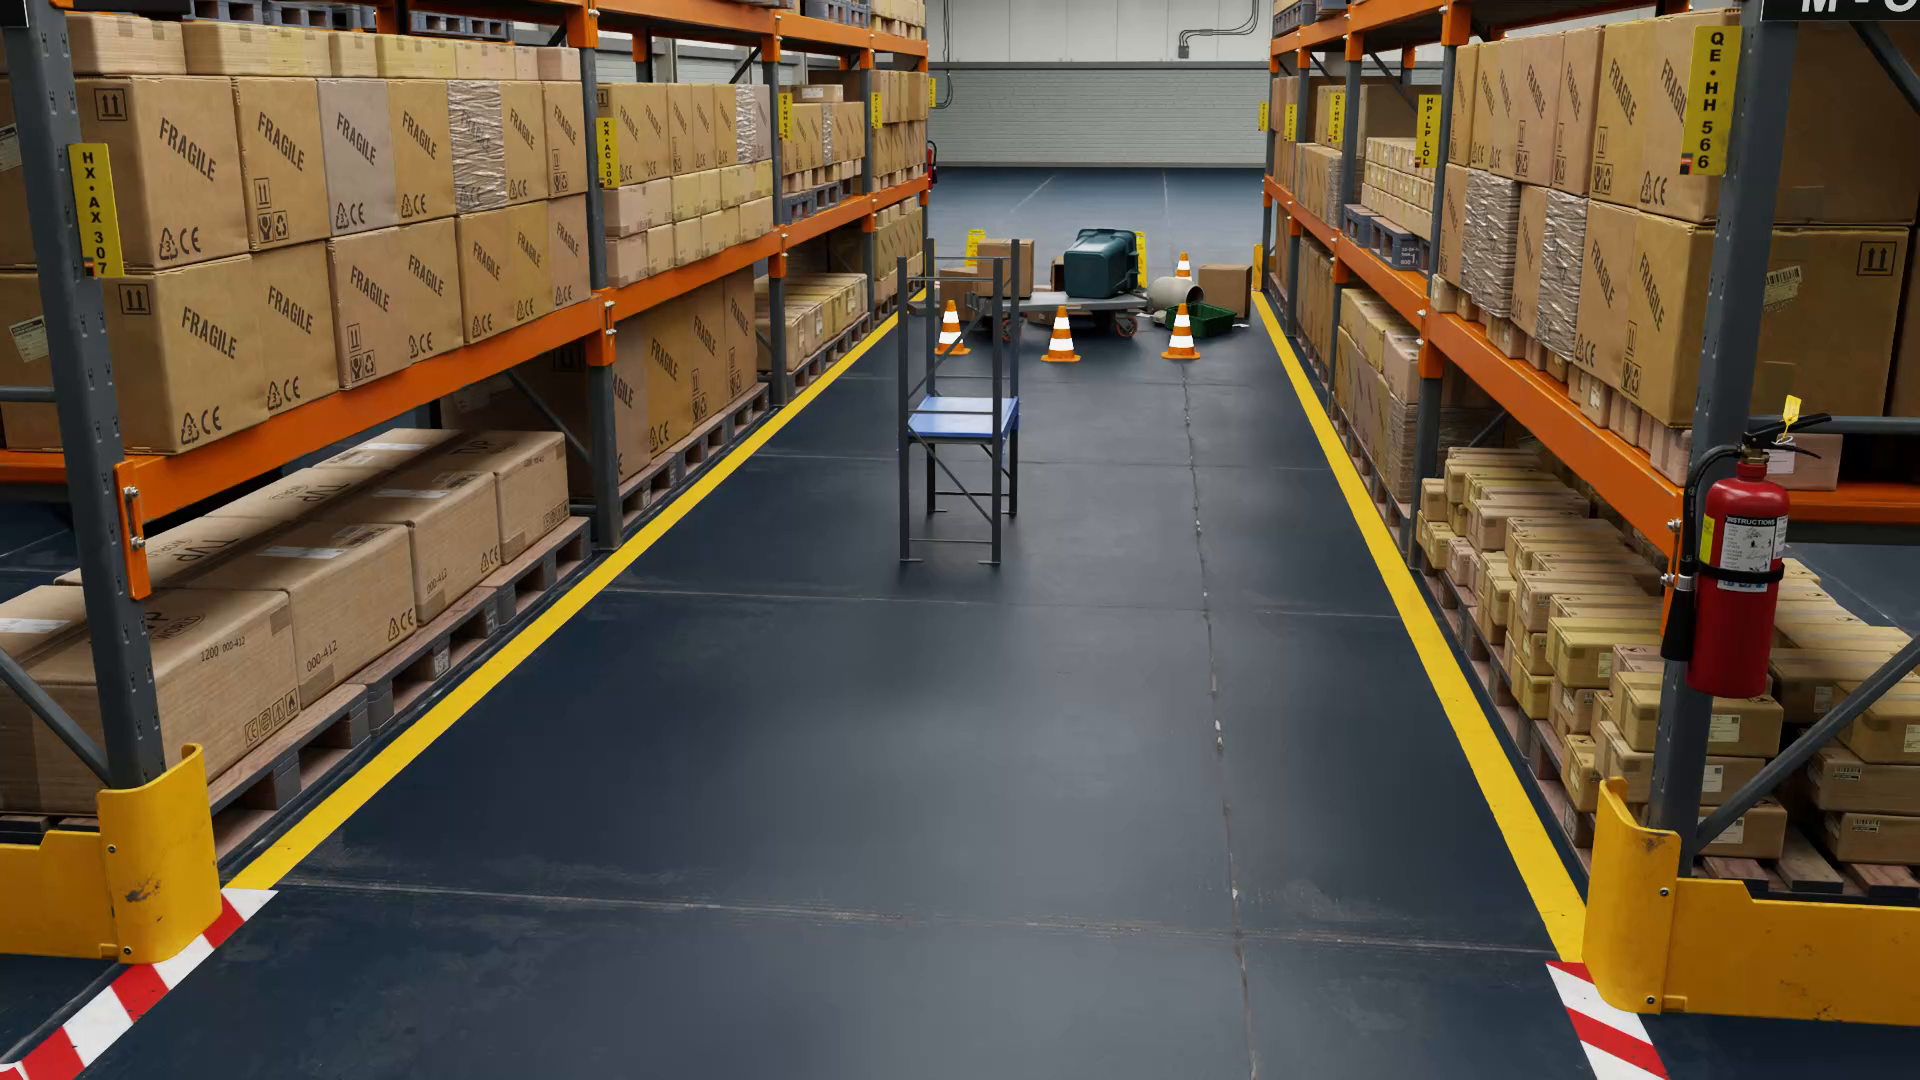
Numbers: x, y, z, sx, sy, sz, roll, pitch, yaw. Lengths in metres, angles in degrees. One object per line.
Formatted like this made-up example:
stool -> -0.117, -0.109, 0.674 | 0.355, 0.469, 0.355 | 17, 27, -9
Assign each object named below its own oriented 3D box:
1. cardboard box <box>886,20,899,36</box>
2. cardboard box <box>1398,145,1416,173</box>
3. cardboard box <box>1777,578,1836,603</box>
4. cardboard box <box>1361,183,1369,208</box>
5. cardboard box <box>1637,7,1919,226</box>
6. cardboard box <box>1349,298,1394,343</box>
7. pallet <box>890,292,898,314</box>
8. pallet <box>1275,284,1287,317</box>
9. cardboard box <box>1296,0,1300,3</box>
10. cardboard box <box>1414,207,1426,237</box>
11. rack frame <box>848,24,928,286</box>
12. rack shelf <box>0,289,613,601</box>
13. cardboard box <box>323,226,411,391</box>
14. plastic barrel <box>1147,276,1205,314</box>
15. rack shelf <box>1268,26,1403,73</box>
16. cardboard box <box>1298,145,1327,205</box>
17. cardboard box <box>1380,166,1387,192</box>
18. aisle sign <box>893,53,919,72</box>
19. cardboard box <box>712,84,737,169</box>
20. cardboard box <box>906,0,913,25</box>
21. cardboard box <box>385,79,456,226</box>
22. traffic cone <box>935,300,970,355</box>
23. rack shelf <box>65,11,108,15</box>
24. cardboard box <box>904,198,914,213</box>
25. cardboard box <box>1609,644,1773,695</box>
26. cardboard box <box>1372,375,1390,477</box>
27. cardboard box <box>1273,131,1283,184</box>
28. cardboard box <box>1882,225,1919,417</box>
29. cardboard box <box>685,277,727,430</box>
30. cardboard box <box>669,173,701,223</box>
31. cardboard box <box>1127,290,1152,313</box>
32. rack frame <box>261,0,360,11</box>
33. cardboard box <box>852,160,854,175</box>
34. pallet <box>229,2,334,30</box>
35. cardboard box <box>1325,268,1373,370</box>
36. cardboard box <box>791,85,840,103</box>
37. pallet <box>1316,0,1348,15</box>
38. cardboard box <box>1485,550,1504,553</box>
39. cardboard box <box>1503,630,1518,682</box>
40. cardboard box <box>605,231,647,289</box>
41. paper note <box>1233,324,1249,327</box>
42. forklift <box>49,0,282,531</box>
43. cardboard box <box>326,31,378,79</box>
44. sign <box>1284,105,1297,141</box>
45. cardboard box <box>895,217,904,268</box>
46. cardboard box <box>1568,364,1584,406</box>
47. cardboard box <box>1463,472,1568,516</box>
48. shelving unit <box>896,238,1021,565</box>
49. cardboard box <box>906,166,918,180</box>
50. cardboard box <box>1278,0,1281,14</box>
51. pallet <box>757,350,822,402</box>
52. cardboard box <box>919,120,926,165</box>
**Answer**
cardboard box -> -0.823, -5.220, 16.957 | 0.380, 0.149, 0.250 | 1, 15, 5
cardboard box -> 2.721, -2.180, 9.516 | 0.380, 0.149, 0.250 | 1, 15, 5
cardboard box -> 2.692, 0.229, 5.586 | 0.380, 0.149, 0.250 | 2, 15, 8
cardboard box -> 2.893, -2.303, 11.108 | 0.380, 0.149, 0.250 | 1, 15, 5
cardboard box -> 2.046, -1.057, 4.148 | 0.500, 0.500, 0.500 | 1, 15, 5
cardboard box -> 2.769, -1.386, 10.589 | 0.500, 0.250, 0.500 | 2, 15, 6
pallet -> -1.159, -2.635, 18.002 | 1.003, 0.211, 1.213 | 2, 15, 6
pallet -> 3.894, -2.535, 17.632 | 1.003, 0.211, 1.213 | 2, 15, 6
cardboard box -> 3.347, -5.116, 15.573 | 0.380, 0.149, 0.250 | 2, 15, 7
cardboard box -> 2.628, -1.681, 8.810 | 0.380, 0.149, 0.250 | 1, 15, 3
rack frame -> -0.883, -4.526, 19.653 | 1.000, 3.000, 0.127 | 2, 15, 6
rack shelf -> -2.463, -0.547, 6.318 | 1.077, 0.370, 4.000 | 2, 15, 6
cardboard box -> -2.244, -0.804, 5.696 | 0.500, 0.500, 0.500 | 2, 15, 6
plastic barrel -> 2.199, -2.465, 16.965 | 0.421, 0.421, 0.512 | -14, 20, -42
rack shelf -> 3.821, -4.988, 16.995 | 1.077, 0.370, 4.000 | 2, 15, 6
cardboard box -> 3.212, -3.158, 14.401 | 0.500, 0.500, 0.500 | 2, 15, 7
cardboard box -> 2.807, -2.232, 10.276 | 0.380, 0.149, 0.250 | 2, 15, 7
aisle sign -> -0.588, -5.788, 19.341 | 0.394, 0.787, 0.004 | 2, 15, 6
cardboard box -> -1.697, -2.578, 10.343 | 0.500, 0.500, 0.500 | 2, 15, 6
cardboard box -> -0.785, -5.639, 17.741 | 0.500, 0.250, 0.500 | 2, 15, 8
cardboard box -> -2.194, -1.420, 6.062 | 0.500, 0.500, 0.500 | 2, 15, 6
traffic cone -> -0.083, -1.901, 14.805 | 0.336, 0.463, 0.334 | 2, 15, 6
rack shelf -> -6.944, -3.178, 10.301 | 1.077, 0.370, 4.000 | 2, 15, 6
cardboard box -> -0.721, -3.699, 18.377 | 0.380, 0.149, 0.250 | 2, 15, 7
cardboard box -> 2.135, 0.422, 4.874 | 0.380, 0.149, 0.250 | 2, 15, 7
cardboard box -> 2.584, -0.622, 9.201 | 0.500, 0.500, 0.500 | 1, 15, 5
cardboard box -> 3.822, -4.096, 17.777 | 0.875, 0.550, 0.550 | 2, 15, 6
cardboard box -> 2.567, -0.557, 4.213 | 0.500, 0.500, 0.500 | 2, 15, 9
cardboard box -> -2.051, -1.220, 10.694 | 0.875, 0.875, 0.875 | 2, 15, 7
cardboard box -> -1.793, -1.954, 9.473 | 0.500, 0.250, 0.500 | 2, 15, 7
cardboard box -> 1.959, -2.549, 17.580 | 0.396, 0.266, 0.258 | 4, 16, 16
rack frame -> -6.267, -6.530, 15.570 | 1.000, 3.000, 0.127 | 2, 15, 6
cardboard box -> -1.165, -3.360, 15.020 | 0.380, 0.149, 0.250 | 1, 15, 5
pallet -> -6.353, -4.760, 15.139 | 0.805, 0.209, 1.217 | 1, 15, 4
cardboard box -> 3.302, -1.603, 12.350 | 1.050, 0.750, 0.750 | 1, 15, 5
cardboard box -> -1.234, -3.819, 14.229 | 0.380, 0.149, 0.250 | 1, 15, 4
pallet -> 3.164, -3.857, 11.794 | 1.213, 0.211, 1.003 | 2, 15, 9
cardboard box -> 2.315, 0.094, 6.656 | 0.380, 0.149, 0.250 | 2, 15, 9
cardboard box -> 2.170, 0.436, 5.960 | 0.380, 0.149, 0.250 | 2, 15, 7
cardboard box -> -1.925, -1.447, 8.556 | 0.500, 0.250, 0.500 | 1, 15, 5
paper note -> 2.772, -2.137, 16.505 | 0.147, 0.020, 0.142 | -10, 18, -32
forklift -> -4.964, -1.795, 9.683 | 1.130, 2.935, 3.031 | -10, 18, -33
cardboard box -> -2.212, -1.640, 5.631 | 0.380, 0.149, 0.250 | 2, 15, 7
sign -> 3.044, -3.841, 15.310 | 0.100, 0.325, 0.005 | 2, 15, 6
cardboard box -> -0.891, -3.144, 17.571 | 0.500, 0.500, 0.500 | 3, 15, 9
cardboard box -> 2.141, -0.491, 5.214 | 0.380, 0.149, 0.250 | 1, 15, 4
cardboard box -> 2.378, -0.188, 7.127 | 0.380, 0.149, 0.250 | 1, 15, 5
shelving unit -> 0.010, -0.746, 8.548 | 0.538, 1.500, 1.048 | 2, 15, 6
cardboard box -> -0.680, -4.099, 18.555 | 0.380, 0.149, 0.250 | 2, 15, 7
cardboard box -> 3.605, -5.708, 17.762 | 0.380, 0.149, 0.250 | 2, 15, 7
pallet -> -1.696, -1.307, 13.093 | 1.003, 0.211, 1.213 | 2, 15, 6
cardboard box -> -0.670, -4.569, 19.050 | 0.500, 0.500, 0.500 | 1, 15, 5
